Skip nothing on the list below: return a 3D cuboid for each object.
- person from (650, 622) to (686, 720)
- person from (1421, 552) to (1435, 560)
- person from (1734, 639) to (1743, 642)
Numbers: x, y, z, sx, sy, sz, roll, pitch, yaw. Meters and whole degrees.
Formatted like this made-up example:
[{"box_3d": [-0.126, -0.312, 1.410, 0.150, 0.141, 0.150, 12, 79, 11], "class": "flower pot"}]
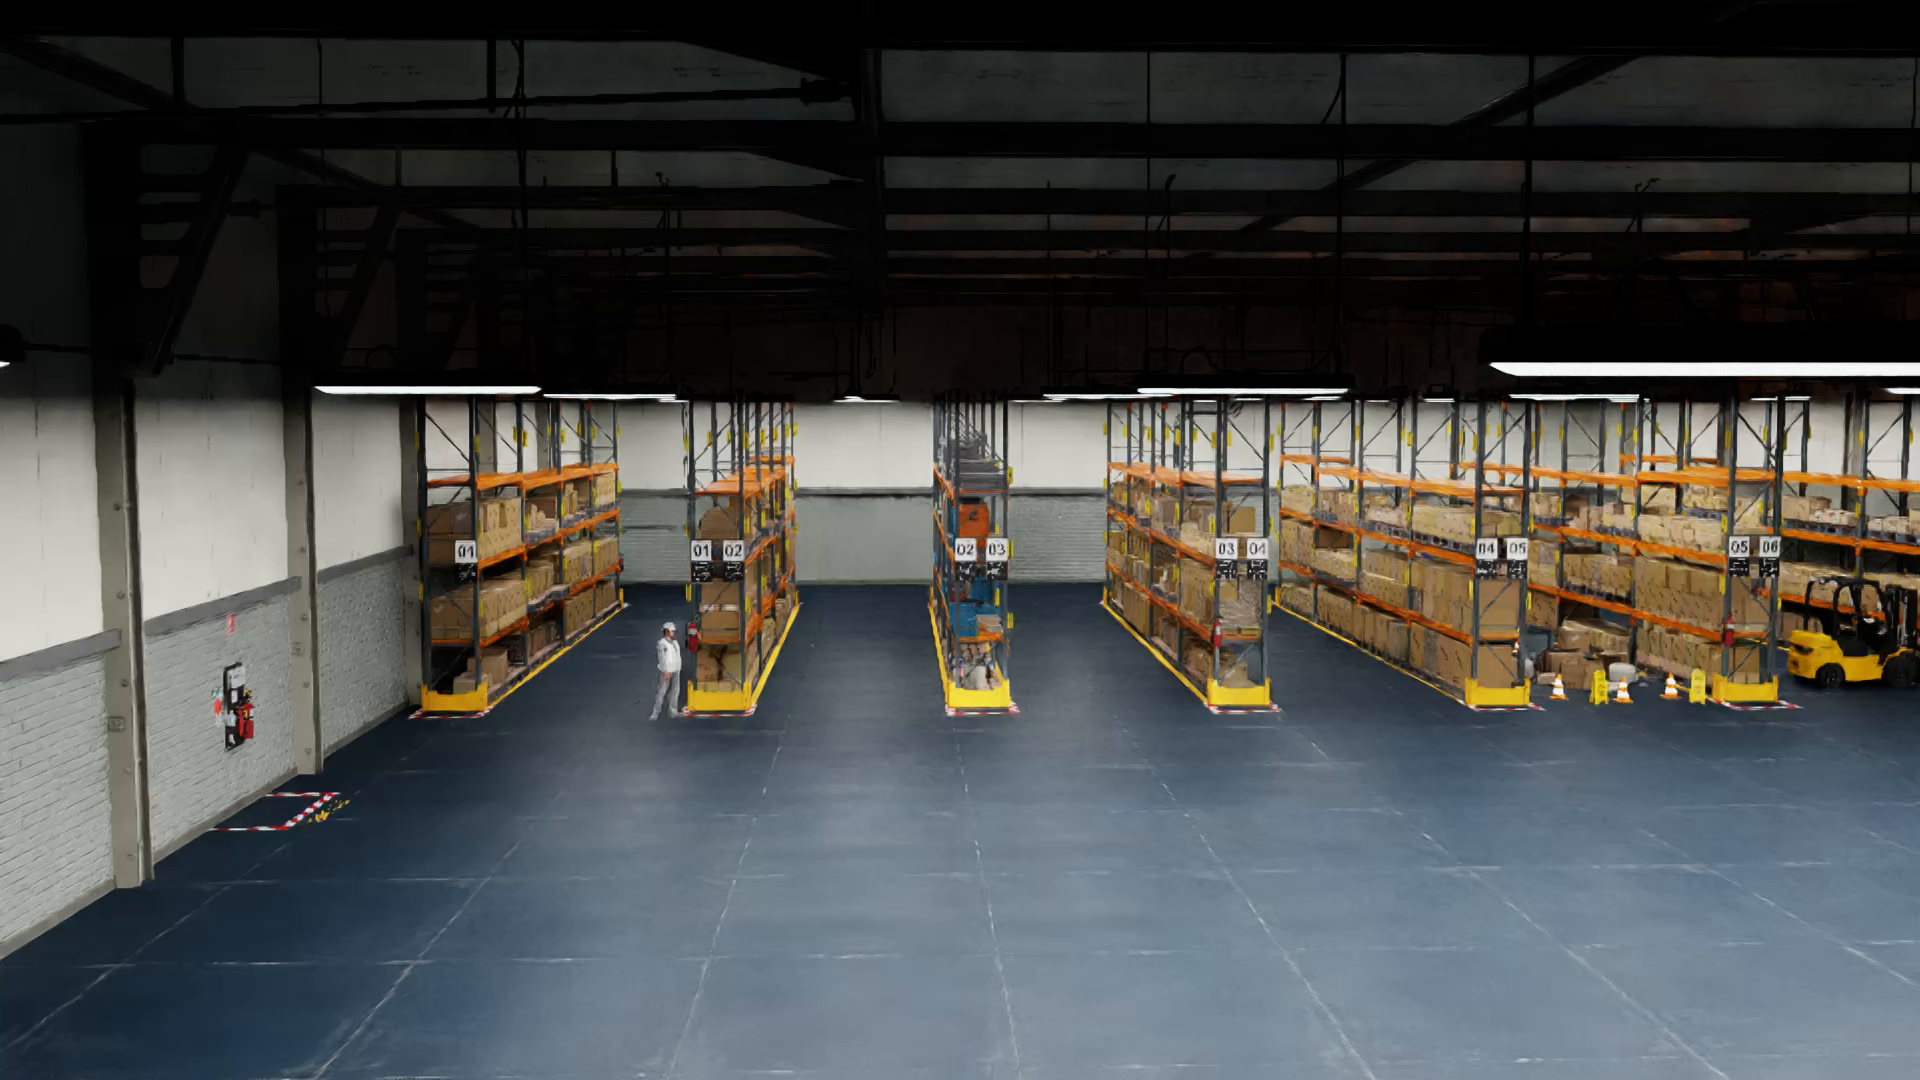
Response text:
[{"box_3d": [-5.349, 2.374, 30.235, 0.442, 1.774, 0.685, 3, 5, 28], "class": "person"}, {"box_3d": [14.798, 0.638, 52.435, 0.514, 1.638, 0.536, 3, 6, 35], "class": "person"}, {"box_3d": [17.081, 1.824, 36.683, 0.487, 1.787, 0.608, 2, 5, 27], "class": "person"}]
